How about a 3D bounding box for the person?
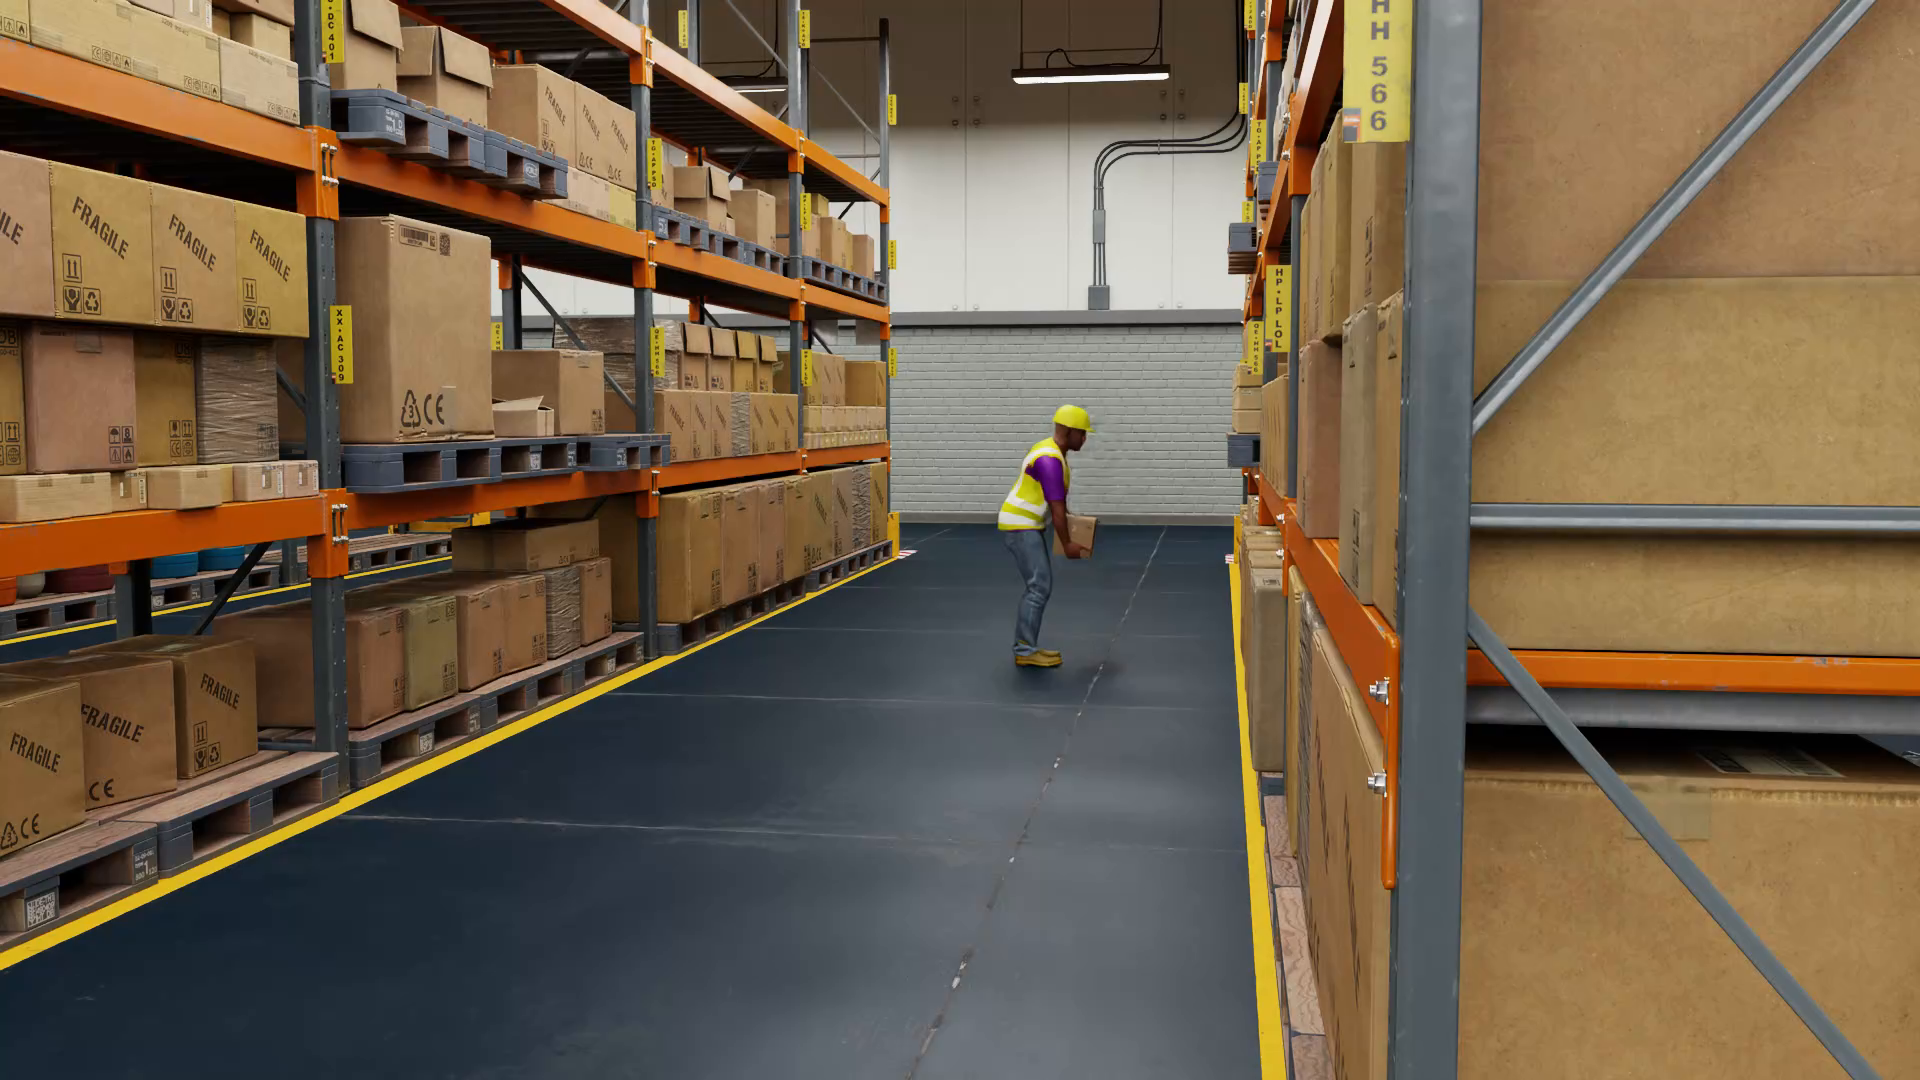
[{"bbox_3d":[0.568,-0.035,10.891,0.633,1.695,0.488,1,4,8],"label":"person"}]
